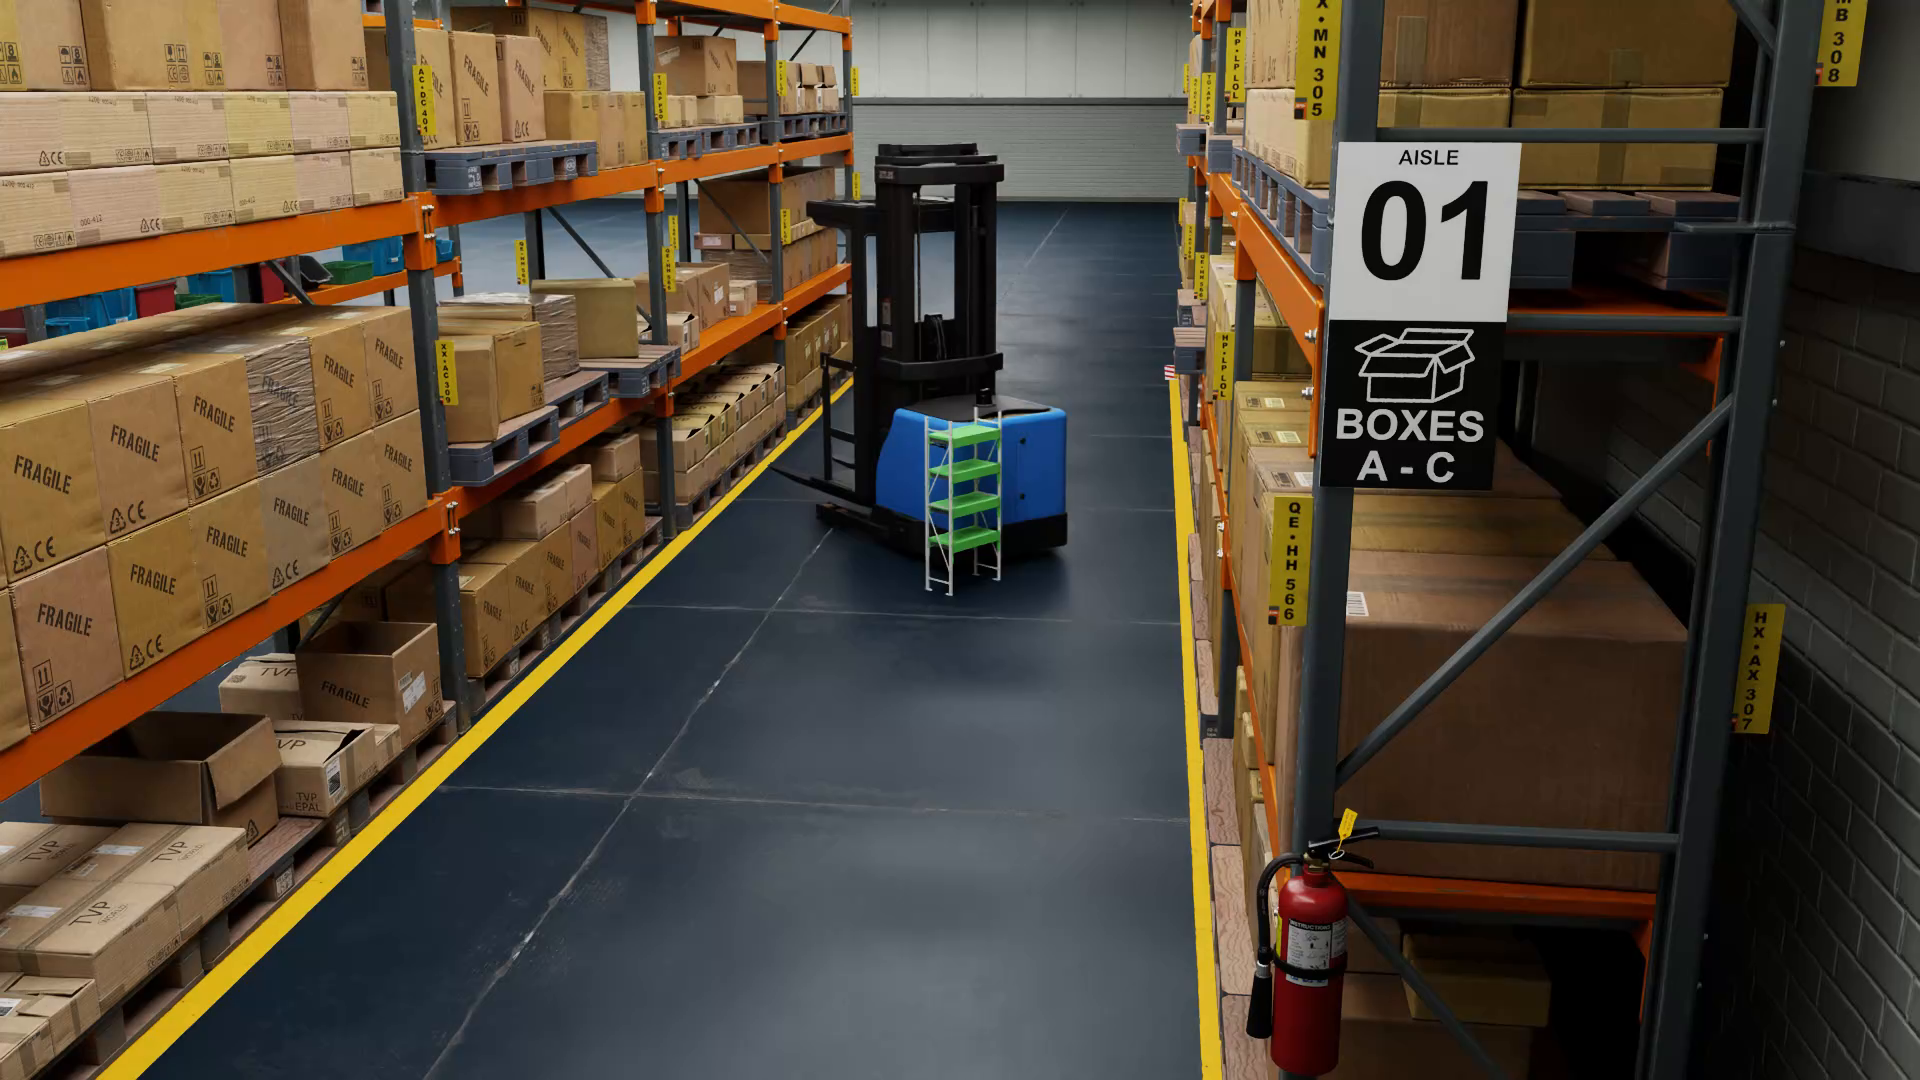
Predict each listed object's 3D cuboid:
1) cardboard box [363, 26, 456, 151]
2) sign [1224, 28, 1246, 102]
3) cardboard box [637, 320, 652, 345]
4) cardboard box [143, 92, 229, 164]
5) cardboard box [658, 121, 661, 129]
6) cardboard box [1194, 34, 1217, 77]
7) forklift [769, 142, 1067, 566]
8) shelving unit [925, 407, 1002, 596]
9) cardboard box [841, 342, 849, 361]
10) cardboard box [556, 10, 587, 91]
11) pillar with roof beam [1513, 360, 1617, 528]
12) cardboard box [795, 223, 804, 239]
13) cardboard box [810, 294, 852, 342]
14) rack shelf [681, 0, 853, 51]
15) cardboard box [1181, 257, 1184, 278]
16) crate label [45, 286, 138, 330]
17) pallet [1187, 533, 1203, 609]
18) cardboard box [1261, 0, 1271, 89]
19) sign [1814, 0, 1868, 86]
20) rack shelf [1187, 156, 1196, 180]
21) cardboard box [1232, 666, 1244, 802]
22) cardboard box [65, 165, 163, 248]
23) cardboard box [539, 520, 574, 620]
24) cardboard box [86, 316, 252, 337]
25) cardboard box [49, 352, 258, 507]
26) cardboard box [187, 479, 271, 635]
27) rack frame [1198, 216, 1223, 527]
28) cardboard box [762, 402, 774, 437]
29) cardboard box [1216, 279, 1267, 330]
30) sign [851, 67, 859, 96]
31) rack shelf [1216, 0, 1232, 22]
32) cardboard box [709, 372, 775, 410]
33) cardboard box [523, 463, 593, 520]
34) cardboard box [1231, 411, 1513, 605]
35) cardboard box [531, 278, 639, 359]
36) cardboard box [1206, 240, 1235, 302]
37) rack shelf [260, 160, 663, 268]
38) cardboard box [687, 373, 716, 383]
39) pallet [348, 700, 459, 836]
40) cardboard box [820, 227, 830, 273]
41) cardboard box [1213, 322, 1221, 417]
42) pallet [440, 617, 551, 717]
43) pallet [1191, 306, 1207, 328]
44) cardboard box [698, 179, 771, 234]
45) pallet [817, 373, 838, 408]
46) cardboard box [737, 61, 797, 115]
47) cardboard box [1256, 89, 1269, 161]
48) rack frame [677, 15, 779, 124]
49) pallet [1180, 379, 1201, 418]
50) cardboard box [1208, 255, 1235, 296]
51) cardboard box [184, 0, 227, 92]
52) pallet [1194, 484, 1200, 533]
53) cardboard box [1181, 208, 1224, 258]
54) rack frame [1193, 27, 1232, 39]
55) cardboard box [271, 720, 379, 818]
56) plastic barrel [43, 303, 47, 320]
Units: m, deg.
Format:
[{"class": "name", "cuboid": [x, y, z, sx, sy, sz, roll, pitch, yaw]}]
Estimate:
[{"class": "cardboard box", "cuboid": [-2.995, -2.312, 8.533, 0.600, 0.600, 0.600, 0, 15, 1]}, {"class": "sign", "cuboid": [1.257, -2.155, 7.544, 0.100, 0.325, 0.005, 2, 15, 6]}, {"class": "cardboard box", "cuboid": [-2.590, -1.524, 12.723, 0.500, 0.311, 0.500, 3, 15, 10]}, {"class": "cardboard box", "cuboid": [-3.086, -1.531, 6.159, 0.500, 0.250, 0.500, 2, 15, 6]}, {"class": "cardboard box", "cuboid": [-2.638, -3.308, 12.886, 0.500, 0.250, 0.500, 2, 15, 8]}, {"class": "cardboard box", "cuboid": [2.487, -4.493, 15.640, 0.500, 0.500, 0.500, 0, 15, 1]}, {"class": "forklift", "cuboid": [-0.477, -1.559, 12.812, 1.130, 2.935, 3.031, -11, 18, -34]}, {"class": "shelving unit", "cuboid": [0.025, -0.269, 11.357, 0.258, 1.200, 0.503, 14, 20, 41]}, {"class": "cardboard box", "cuboid": [-1.583, -2.146, 19.317, 0.500, 0.250, 0.500, 2, 15, 6]}, {"class": "cardboard box", "cuboid": [-2.787, -3.208, 10.925, 0.500, 0.500, 0.500, 2, 15, 6]}, {"class": "pillar with roof beam", "cuboid": [-1.700, -3.107, 6.914, 9.100, 9.000, 0.400, 2, 15, 6]}, {"class": "cardboard box", "cuboid": [-1.859, -3.271, 17.579, 0.380, 0.149, 0.250, 1, 15, 5]}, {"class": "cardboard box", "cuboid": [-1.536, -2.638, 19.700, 0.500, 0.500, 0.500, 2, 15, 6]}, {"class": "rack shelf", "cuboid": [-1.997, -5.386, 17.485, 1.077, 0.370, 4.000, 2, 15, 6]}, {"class": "cardboard box", "cuboid": [2.673, -2.957, 18.100, 0.500, 0.250, 0.500, 1, 15, 5]}, {"class": "crate label", "cuboid": [-7.215, -1.888, 13.829, 0.502, 0.435, 0.616, 2, 15, 6]}, {"class": "pallet", "cuboid": [2.085, 0.219, 11.447, 1.003, 0.211, 1.213, 2, 15, 6]}, {"class": "cardboard box", "cuboid": [1.336, -1.842, 5.835, 0.500, 0.500, 0.500, 2, 15, 7]}, {"class": "sign", "cuboid": [1.896, -1.144, 3.575, 0.100, 0.325, 0.005, 2, 15, 6]}, {"class": "rack shelf", "cuboid": [2.925, -3.986, 17.288, 1.077, 0.370, 4.000, 2, 15, 6]}, {"class": "cardboard box", "cuboid": [1.611, 0.903, 7.560, 0.700, 0.500, 0.500, 2, 15, 7]}, {"class": "cardboard box", "cuboid": [-3.142, -1.160, 5.745, 0.500, 0.250, 0.500, 2, 15, 6]}, {"class": "cardboard box", "cuboid": [-2.716, 0.171, 10.228, 0.500, 0.500, 0.500, 2, 15, 7]}, {"class": "cardboard box", "cuboid": [-3.516, -0.720, 7.470, 0.500, 0.500, 0.500, 1, 15, 5]}, {"class": "cardboard box", "cuboid": [-3.096, -0.435, 6.416, 0.500, 0.500, 0.500, 2, 15, 6]}, {"class": "cardboard box", "cuboid": [-3.094, 0.052, 6.533, 0.500, 0.500, 0.500, 2, 15, 7]}, {"class": "rack frame", "cuboid": [2.248, -1.329, 11.831, 1.000, 3.000, 0.127, 2, 15, 6]}, {"class": "cardboard box", "cuboid": [-2.040, -1.140, 15.593, 0.500, 0.250, 0.500, 1, 15, 5]}, {"class": "cardboard box", "cuboid": [1.777, -1.381, 9.785, 0.500, 0.250, 0.500, 1, 15, 5]}, {"class": "sign", "cuboid": [-1.234, -5.367, 19.471, 0.100, 0.325, 0.005, 2, 15, 6]}, {"class": "rack shelf", "cuboid": [2.023, -3.166, 9.276, 1.077, 0.370, 4.000, 2, 15, 6]}, {"class": "cardboard box", "cuboid": [-2.036, -1.409, 15.515, 0.500, 0.311, 0.500, 2, 15, 8]}, {"class": "cardboard box", "cuboid": [-2.660, -0.312, 10.579, 0.500, 0.250, 0.500, 1, 15, 5]}, {"class": "cardboard box", "cuboid": [1.632, -0.107, 6.737, 0.980, 0.700, 0.700, 1, 15, 5]}, {"class": "cardboard box", "cuboid": [-2.633, -1.558, 11.683, 0.700, 0.500, 0.500, -3, 16, -13]}, {"class": "cardboard box", "cuboid": [2.538, -2.351, 14.577, 0.700, 0.500, 0.500, 3, 15, 12]}, {"class": "rack shelf", "cuboid": [-2.900, -2.056, 10.151, 1.077, 0.370, 4.000, 2, 15, 6]}, {"class": "cardboard box", "cuboid": [-2.579, -1.428, 15.586, 0.500, 0.311, 0.500, 2, 15, 6]}, {"class": "pallet", "cuboid": [-3.204, 1.088, 8.236, 1.003, 0.211, 1.213, 2, 15, 6]}, {"class": "cardboard box", "cuboid": [-1.891, -3.340, 19.077, 0.700, 0.500, 0.500, 2, 15, 8]}, {"class": "cardboard box", "cuboid": [1.763, -1.013, 9.861, 0.500, 0.500, 0.500, 2, 15, 8]}, {"class": "pallet", "cuboid": [-3.071, 0.697, 9.679, 1.003, 0.211, 1.213, 2, 15, 6]}, {"class": "pallet", "cuboid": [2.431, -1.751, 13.759, 1.003, 0.211, 1.213, 2, 15, 6]}, {"class": "cardboard box", "cuboid": [-2.179, -3.301, 16.447, 0.700, 0.500, 0.500, 2, 15, 7]}, {"class": "pallet", "cuboid": [-1.956, -1.688, 18.499, 1.003, 0.211, 1.213, 2, 15, 6]}, {"class": "cardboard box", "cuboid": [-1.904, -4.401, 16.180, 0.500, 0.500, 0.500, 3, 15, 11]}, {"class": "cardboard box", "cuboid": [1.335, -1.482, 5.940, 0.500, 0.250, 0.500, 1, 15, 5]}, {"class": "rack frame", "cuboid": [-2.223, -5.407, 15.420, 1.000, 3.000, 0.127, 2, 15, 6]}, {"class": "pallet", "cuboid": [2.876, -1.513, 17.853, 1.003, 0.211, 1.213, 2, 15, 6]}, {"class": "cardboard box", "cuboid": [1.938, -1.775, 11.243, 0.500, 0.250, 0.500, 2, 15, 8]}, {"class": "cardboard box", "cuboid": [-3.390, -2.033, 6.580, 0.700, 0.500, 0.500, 2, 15, 6]}, {"class": "pallet", "cuboid": [2.338, -0.186, 12.944, 1.003, 0.211, 1.213, 2, 15, 6]}, {"class": "cardboard box", "cuboid": [2.668, -3.327, 18.030, 0.500, 0.500, 0.500, 1, 15, 4]}, {"class": "rack frame", "cuboid": [3.151, -6.300, 18.721, 1.000, 3.000, 0.127, 2, 15, 6]}, {"class": "cardboard box", "cuboid": [-2.993, 1.000, 7.527, 0.500, 0.311, 0.500, 2, 15, 6]}, {"class": "plastic barrel", "cuboid": [-7.692, -1.948, 13.905, 0.421, 0.512, 0.421, 0, 15, 0]}]
